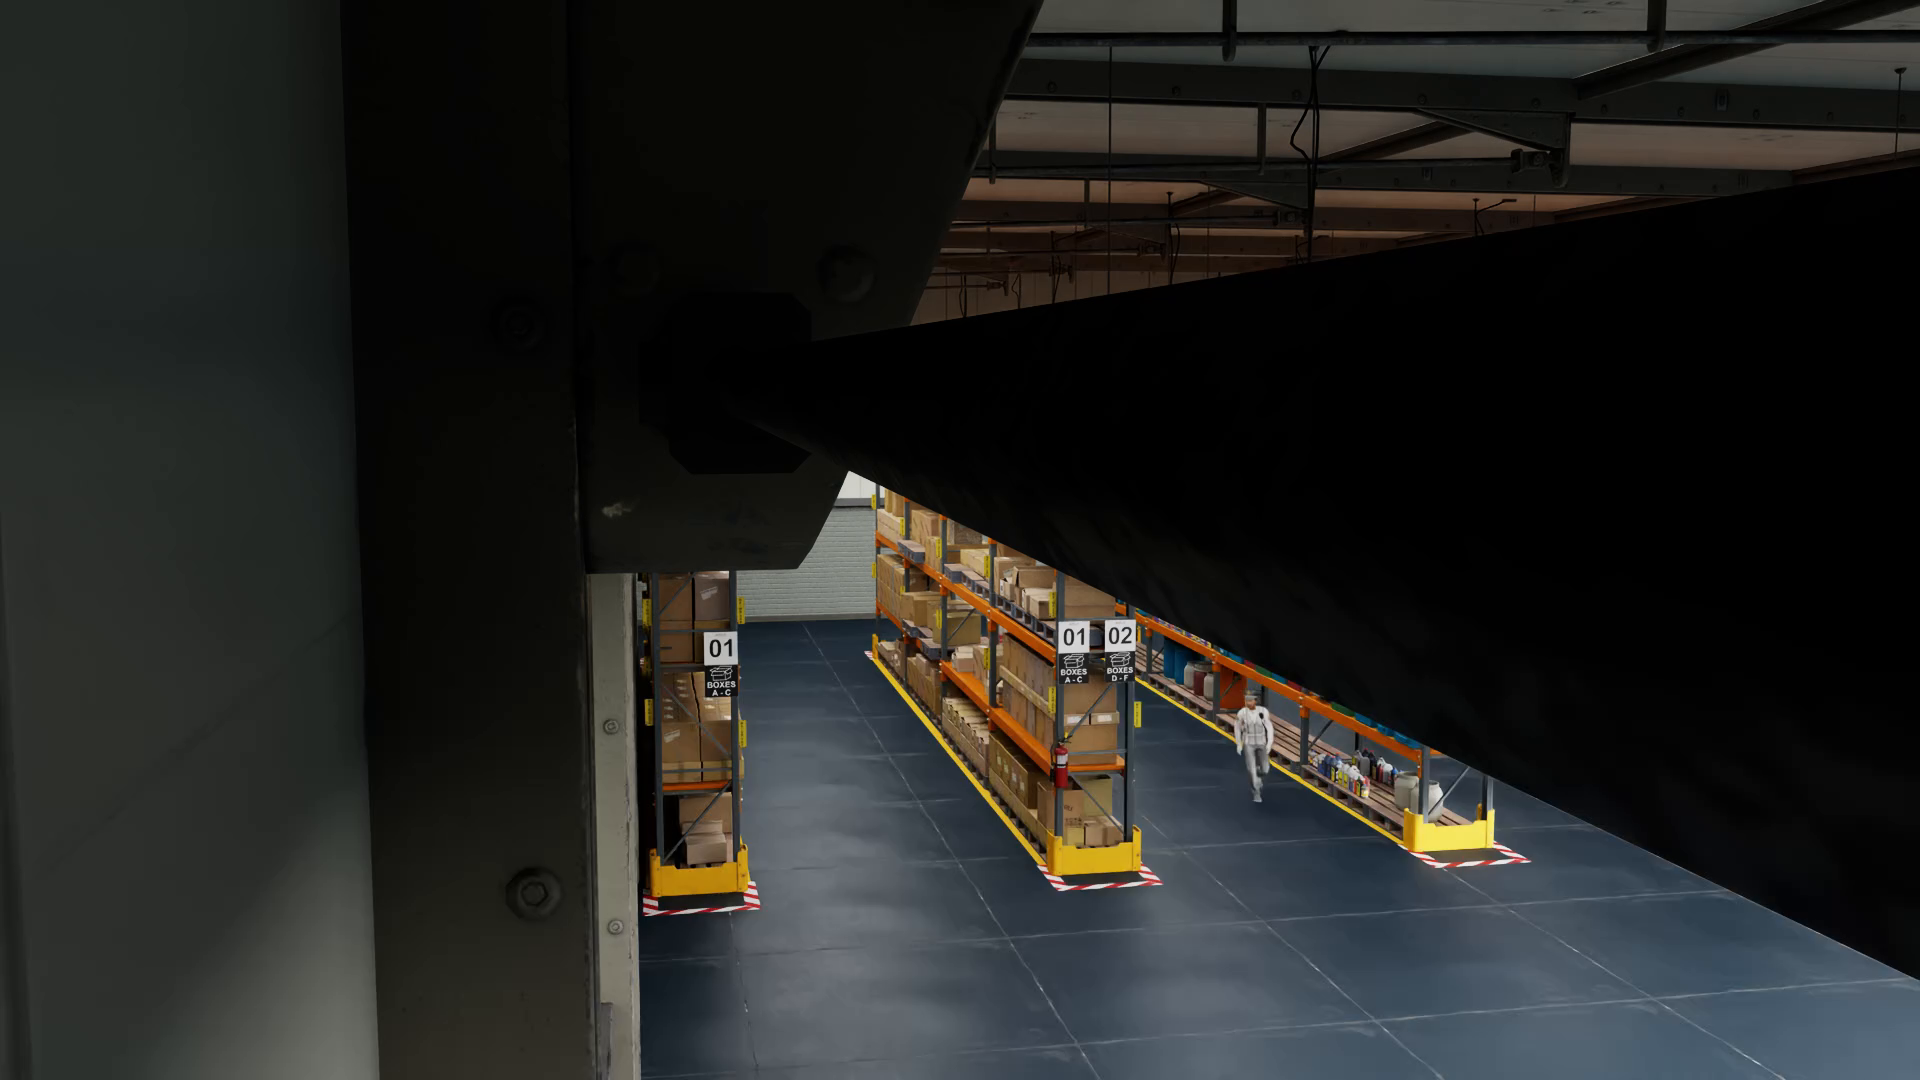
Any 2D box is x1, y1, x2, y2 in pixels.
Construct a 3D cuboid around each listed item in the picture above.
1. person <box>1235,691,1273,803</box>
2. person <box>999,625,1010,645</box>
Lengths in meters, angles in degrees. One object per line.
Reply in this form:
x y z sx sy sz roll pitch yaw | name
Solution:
4.330 3.009 24.516 0.547 1.644 0.552 0 6 1 | person
0.867 2.074 32.869 0.605 1.721 1.078 -1 6 -11 | person
